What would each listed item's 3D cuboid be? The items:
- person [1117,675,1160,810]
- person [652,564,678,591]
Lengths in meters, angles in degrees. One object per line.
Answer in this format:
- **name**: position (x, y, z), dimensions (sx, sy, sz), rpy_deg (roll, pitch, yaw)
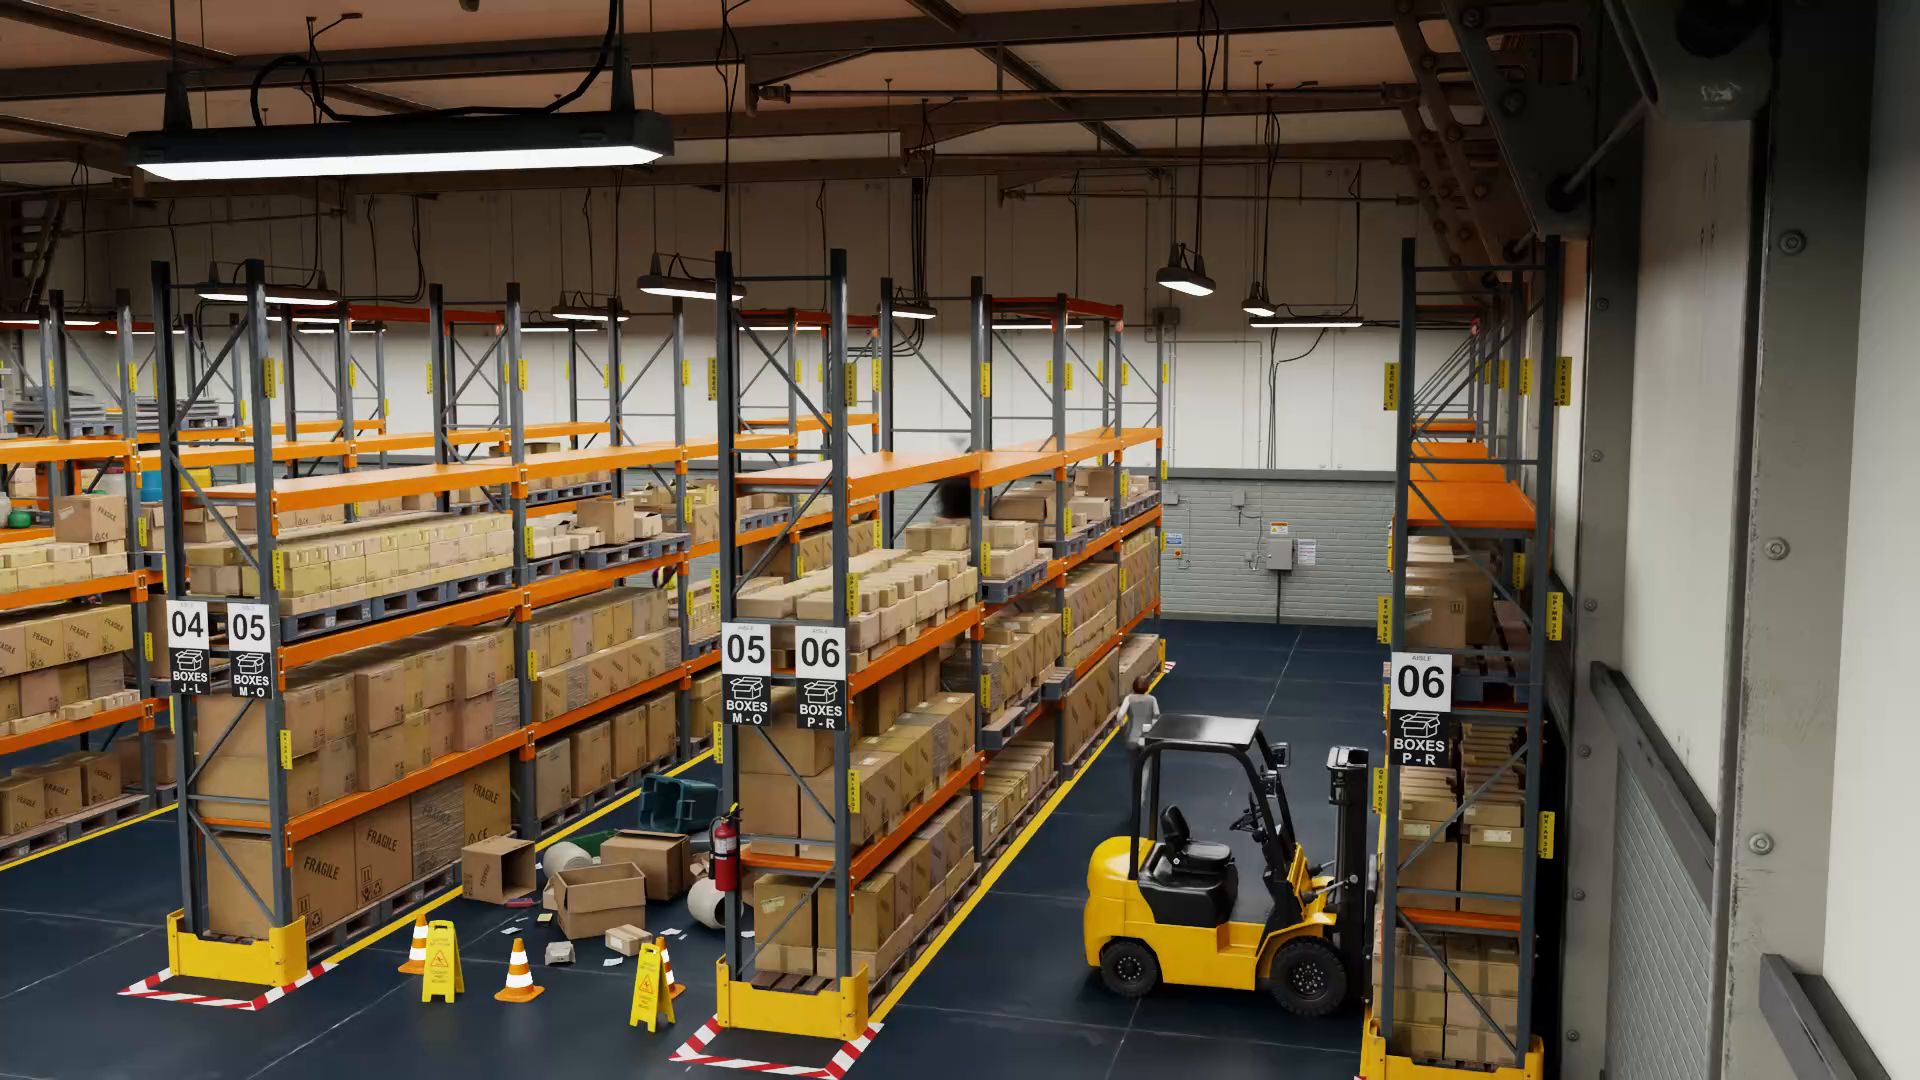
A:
- **person**: position (2.064, 2.353, 19.130), dimensions (0.516, 1.589, 0.869), rpy_deg (1, 6, 10)
- **person**: position (-5.365, 1.094, 30.595), dimensions (0.695, 1.670, 0.696), rpy_deg (0, 6, 2)
